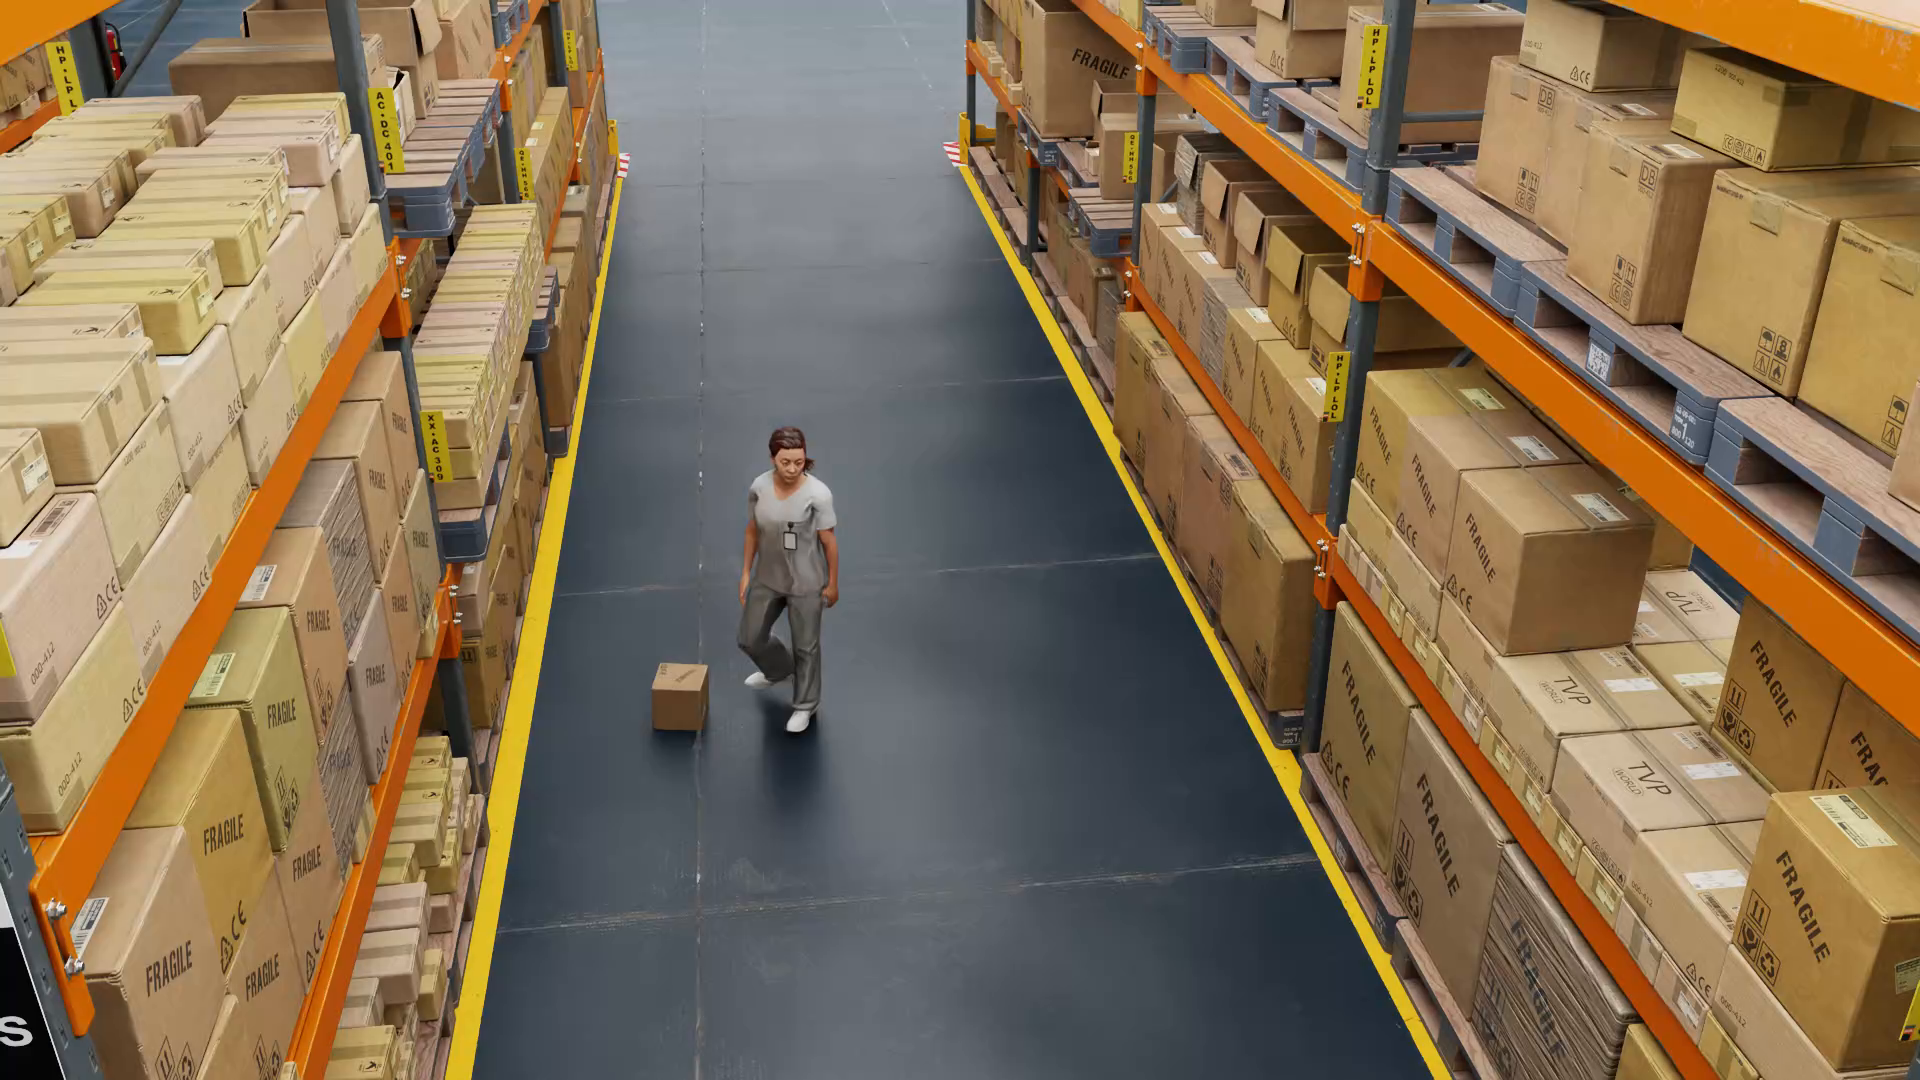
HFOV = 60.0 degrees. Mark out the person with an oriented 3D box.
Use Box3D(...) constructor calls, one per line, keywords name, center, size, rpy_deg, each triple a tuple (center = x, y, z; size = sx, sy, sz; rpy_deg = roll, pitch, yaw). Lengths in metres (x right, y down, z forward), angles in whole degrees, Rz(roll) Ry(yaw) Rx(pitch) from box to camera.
Box3D(name="person", center=(-0.876, 0.169, 8.255), size=(0.631, 1.667, 0.440), rpy_deg=(11, 29, 20))
